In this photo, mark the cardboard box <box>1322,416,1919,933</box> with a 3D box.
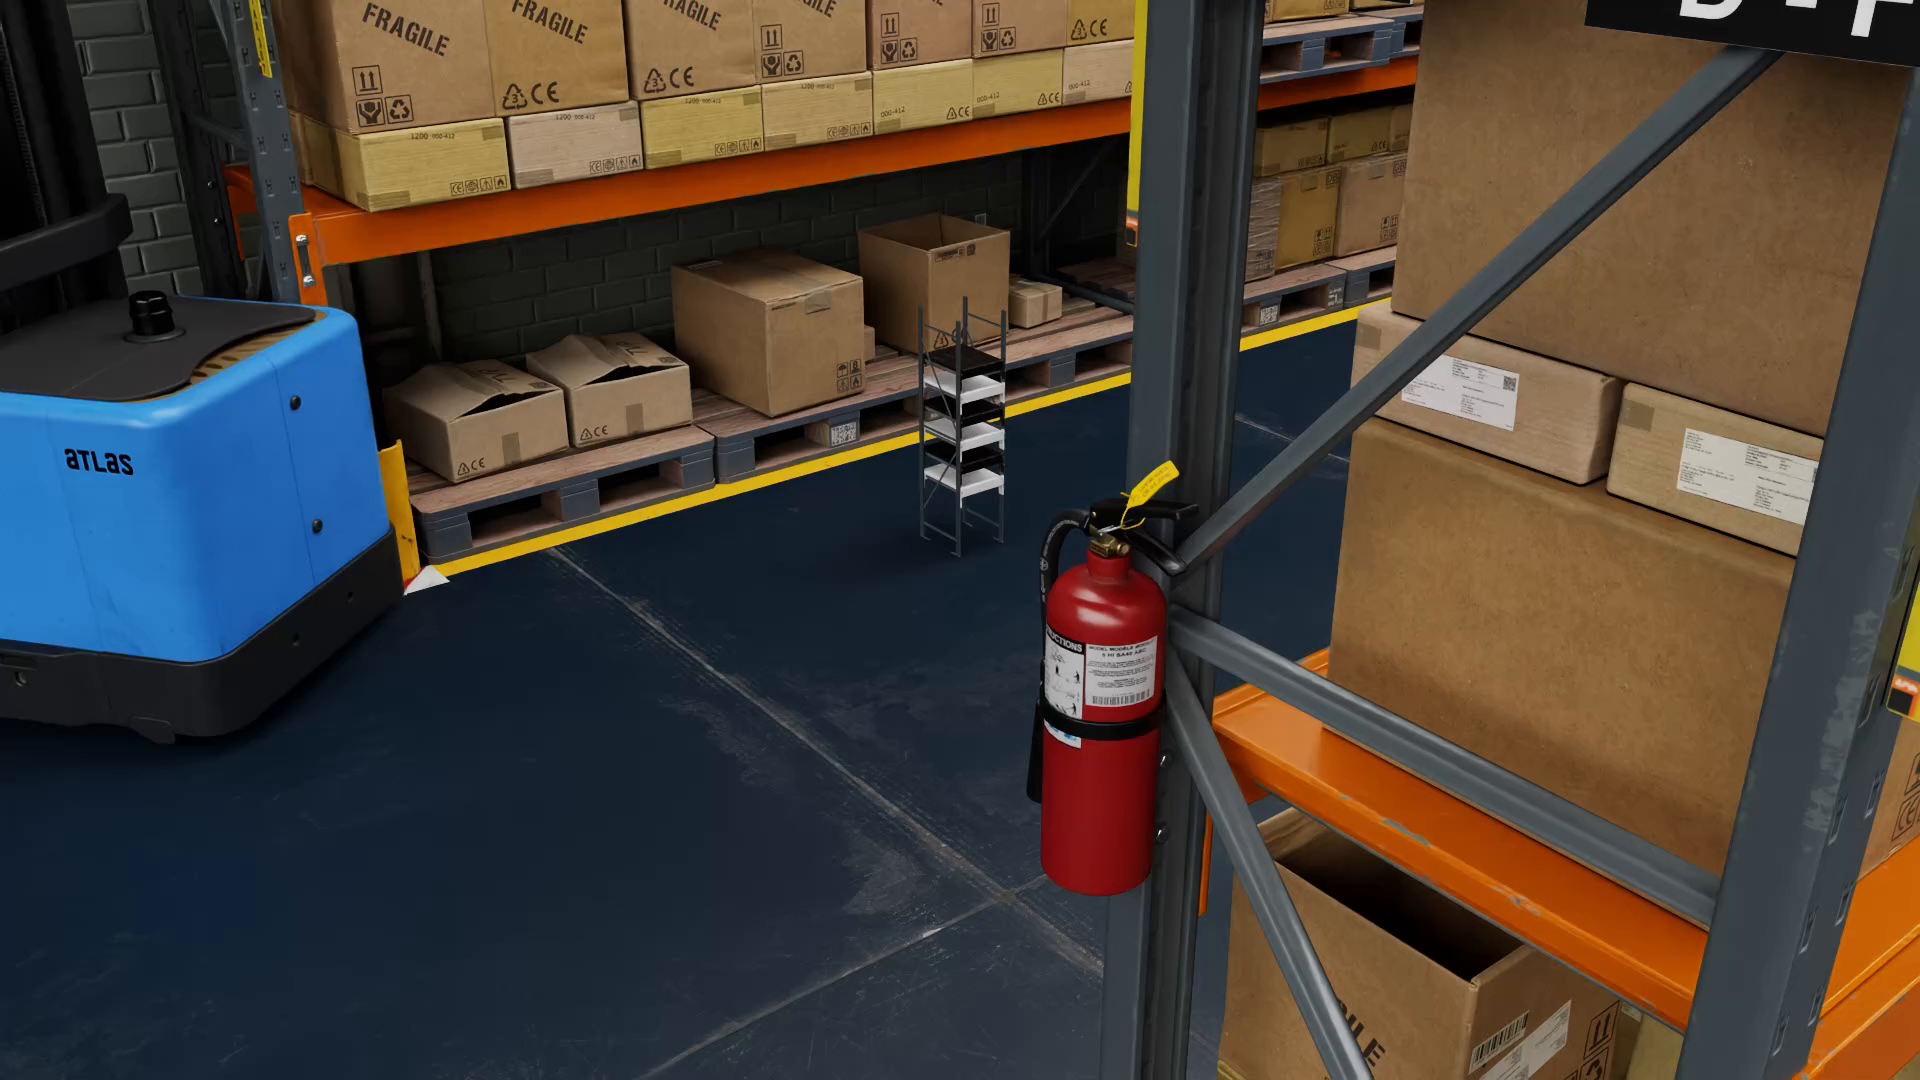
[{"bbox_3d":[0.961,0.112,2.327,0.500,0.500,0.700,-18,31,-34],"label":"cardboard box"}]

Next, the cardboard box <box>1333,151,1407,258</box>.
[{"bbox_3d":[2.044,-1.937,9.308,0.500,0.500,0.700,-18,30,-33],"label":"cardboard box"}]

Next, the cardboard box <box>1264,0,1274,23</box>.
[{"bbox_3d":[1.095,-2.771,8.016,0.500,0.500,0.700,-18,30,-34],"label":"cardboard box"}]

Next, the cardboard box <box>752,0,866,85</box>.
[{"bbox_3d":[-0.709,-2.067,6.404,0.500,0.500,0.500,-17,30,-32],"label":"cardboard box"}]

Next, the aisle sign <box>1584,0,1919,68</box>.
[{"bbox_3d":[0.723,-0.787,1.294,0.004,0.787,0.394,-18,31,-34],"label":"aisle sign"}]

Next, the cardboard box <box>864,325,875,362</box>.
[{"bbox_3d":[-0.598,-0.903,7.496,0.250,0.149,0.380,-21,32,-38],"label":"cardboard box"}]

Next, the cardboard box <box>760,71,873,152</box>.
[{"bbox_3d":[-0.691,-1.729,6.567,0.500,0.250,0.500,-18,30,-34],"label":"cardboard box"}]

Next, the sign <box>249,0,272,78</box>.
[{"bbox_3d":[-2.139,-1.579,5.061,0.005,0.325,0.100,-18,31,-34],"label":"sign"}]

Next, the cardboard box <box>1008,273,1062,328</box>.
[{"bbox_3d":[0.271,-1.170,8.052,0.380,0.166,0.250,22,33,39],"label":"cardboard box"}]

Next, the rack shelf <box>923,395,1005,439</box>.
[{"bbox_3d":[0.006,-0.462,6.041,0.200,0.077,0.258,-18,31,-34],"label":"rack shelf"}]

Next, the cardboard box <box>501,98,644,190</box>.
[{"bbox_3d":[-1.495,-1.468,6.005,0.500,0.250,0.500,-19,31,-36],"label":"cardboard box"}]

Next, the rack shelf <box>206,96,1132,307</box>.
[{"bbox_3d":[-0.900,-1.559,6.901,4.000,0.370,1.077,-18,31,-34],"label":"rack shelf"}]

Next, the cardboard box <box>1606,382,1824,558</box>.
[{"bbox_3d":[1.027,-0.096,2.005,0.250,0.149,0.380,-19,31,-34],"label":"cardboard box"}]

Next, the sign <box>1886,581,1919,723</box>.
[{"bbox_3d":[0.923,0.031,1.498,0.005,0.325,0.100,-18,31,-34],"label":"sign"}]

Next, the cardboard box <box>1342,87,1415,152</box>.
[{"bbox_3d":[2.398,-2.383,9.378,0.500,0.250,0.500,-18,31,-34],"label":"cardboard box"}]

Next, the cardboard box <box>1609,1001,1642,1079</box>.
[{"bbox_3d":[1.211,0.960,3.386,0.500,0.250,0.500,-18,31,-34],"label":"cardboard box"}]

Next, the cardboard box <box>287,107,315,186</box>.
[{"bbox_3d":[-2.226,-1.493,6.057,0.500,0.250,0.500,-18,30,-33],"label":"cardboard box"}]

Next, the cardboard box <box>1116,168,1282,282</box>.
[{"bbox_3d":[1.242,-1.667,8.726,0.500,0.500,0.700,-17,30,-32],"label":"cardboard box"}]

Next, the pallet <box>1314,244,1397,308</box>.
[{"bbox_3d":[2.246,-1.662,9.579,1.213,0.211,1.003,-18,31,-34],"label":"pallet"}]

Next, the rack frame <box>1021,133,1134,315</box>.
[{"bbox_3d":[0.673,-2.405,7.869,0.127,3.000,1.000,-18,31,-34],"label":"rack frame"}]

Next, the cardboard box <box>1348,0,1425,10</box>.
[{"bbox_3d":[2.038,-3.095,8.714,0.500,0.500,0.700,-14,28,-27],"label":"cardboard box"}]

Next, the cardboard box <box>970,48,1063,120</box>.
[{"bbox_3d":[0.090,-1.996,7.142,0.500,0.250,0.500,-18,30,-34],"label":"cardboard box"}]

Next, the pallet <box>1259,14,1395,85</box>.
[{"bbox_3d":[1.365,-2.468,8.233,1.213,0.211,1.003,-18,31,-34],"label":"pallet"}]

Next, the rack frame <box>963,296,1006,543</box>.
[{"bbox_3d":[0.086,-0.437,6.122,0.006,0.900,0.240,-18,31,-34],"label":"rack frame"}]

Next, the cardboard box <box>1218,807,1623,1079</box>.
[{"bbox_3d":[0.824,0.753,2.941,0.500,0.500,0.500,-18,31,-34],"label":"cardboard box"}]

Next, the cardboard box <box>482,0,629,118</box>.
[{"bbox_3d":[-1.518,-1.797,5.822,0.500,0.500,0.500,-18,30,-34],"label":"cardboard box"}]

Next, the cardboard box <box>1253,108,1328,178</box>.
[{"bbox_3d":[1.587,-2.123,8.817,0.500,0.250,0.500,-19,31,-35],"label":"cardboard box"}]

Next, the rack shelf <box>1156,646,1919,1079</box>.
[{"bbox_3d":[2.159,0.081,3.367,4.000,0.370,1.077,-18,31,-34],"label":"rack shelf"}]

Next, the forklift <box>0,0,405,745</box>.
[{"bbox_3d":[-3.472,-1.044,5.017,3.031,2.935,1.130,6,26,12],"label":"forklift"}]

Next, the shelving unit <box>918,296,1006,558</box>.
[{"bbox_3d":[0.006,-0.410,6.065,0.210,0.900,0.258,-18,31,-34],"label":"shelving unit"}]

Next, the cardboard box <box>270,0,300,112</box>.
[{"bbox_3d":[-2.235,-1.840,5.915,0.500,0.500,0.500,-19,31,-35],"label":"cardboard box"}]

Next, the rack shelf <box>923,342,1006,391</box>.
[{"bbox_3d":[0.006,-0.625,5.965,0.200,0.077,0.258,-18,31,-34],"label":"rack shelf"}]

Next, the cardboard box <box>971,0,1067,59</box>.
[{"bbox_3d":[0.103,-2.329,6.970,0.500,0.500,0.500,-18,31,-34],"label":"cardboard box"}]

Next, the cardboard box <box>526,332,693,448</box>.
[{"bbox_3d":[-1.426,-0.644,6.746,0.500,0.311,0.500,-15,29,-30],"label":"cardboard box"}]

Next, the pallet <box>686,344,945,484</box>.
[{"bbox_3d":[-0.794,-0.635,7.368,1.213,0.211,1.003,-18,31,-34],"label":"pallet"}]

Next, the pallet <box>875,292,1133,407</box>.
[{"bbox_3d":[0.167,-0.954,8.055,1.213,0.211,1.003,-18,31,-34],"label":"pallet"}]

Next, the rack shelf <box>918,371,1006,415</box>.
[{"bbox_3d":[0.006,-0.543,6.003,0.200,0.077,0.258,-18,31,-34],"label":"rack shelf"}]
